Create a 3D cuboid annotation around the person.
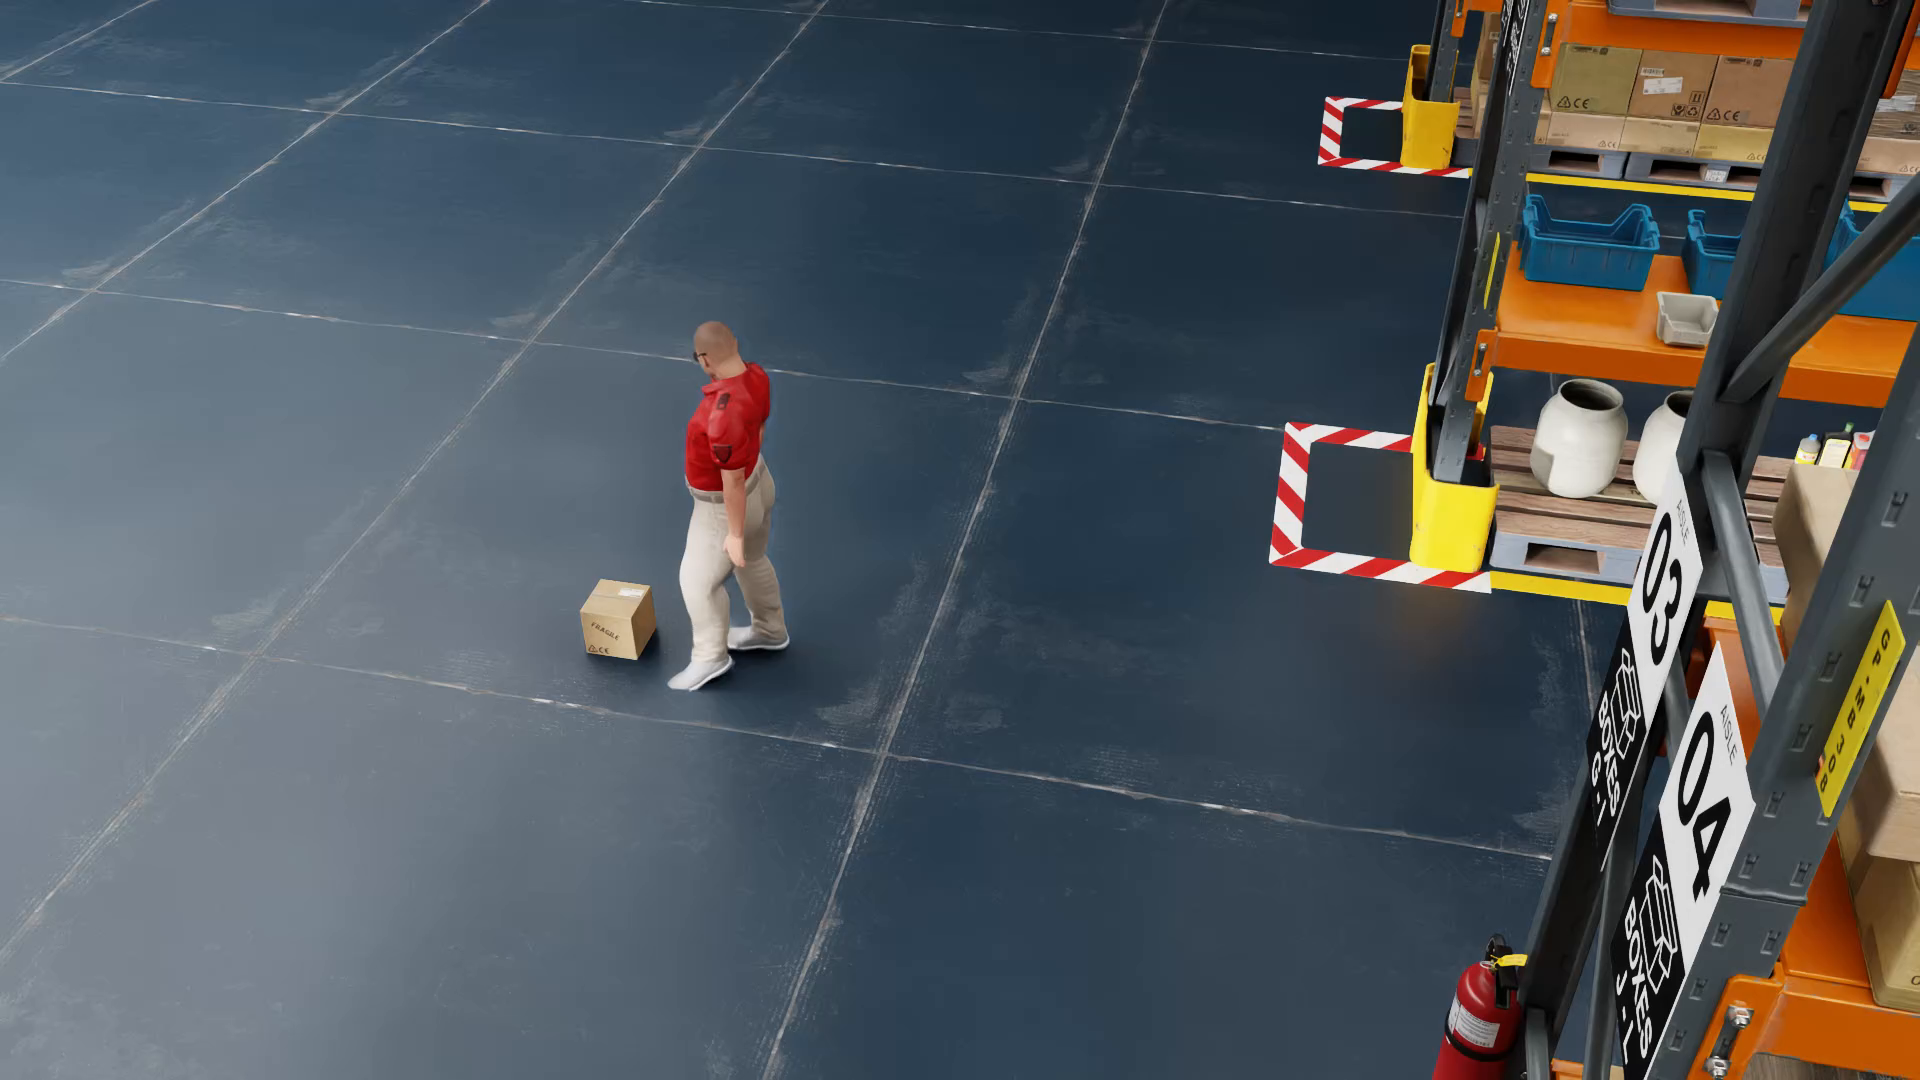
[{"bbox_3d":[-1.049,-0.141,7.197,0.500,1.787,0.577,6,37,8],"label":"person"}]
